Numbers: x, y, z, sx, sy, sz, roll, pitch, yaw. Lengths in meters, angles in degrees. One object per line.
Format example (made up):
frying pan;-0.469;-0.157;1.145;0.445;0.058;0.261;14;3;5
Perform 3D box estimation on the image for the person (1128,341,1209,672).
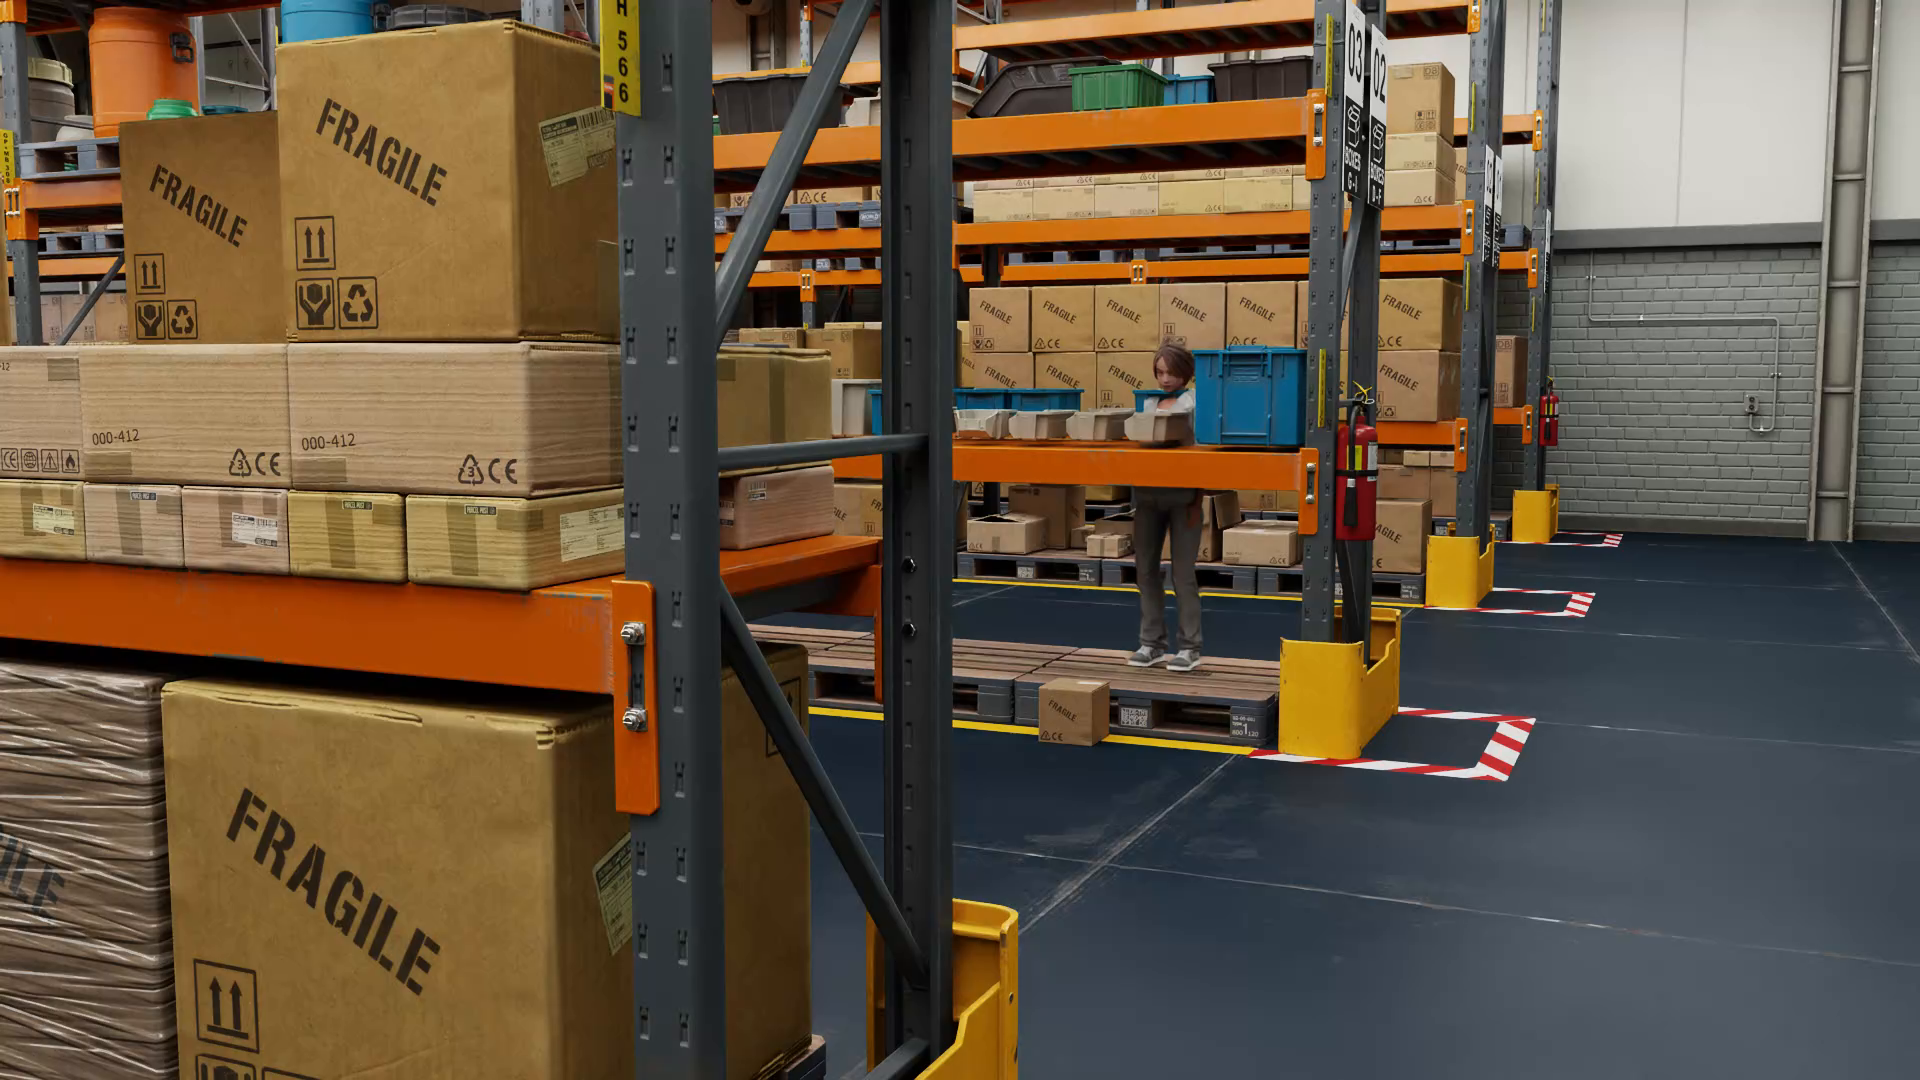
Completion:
person;1.034;-0.156;8.072;0.408;1.578;0.302;4;7;37
